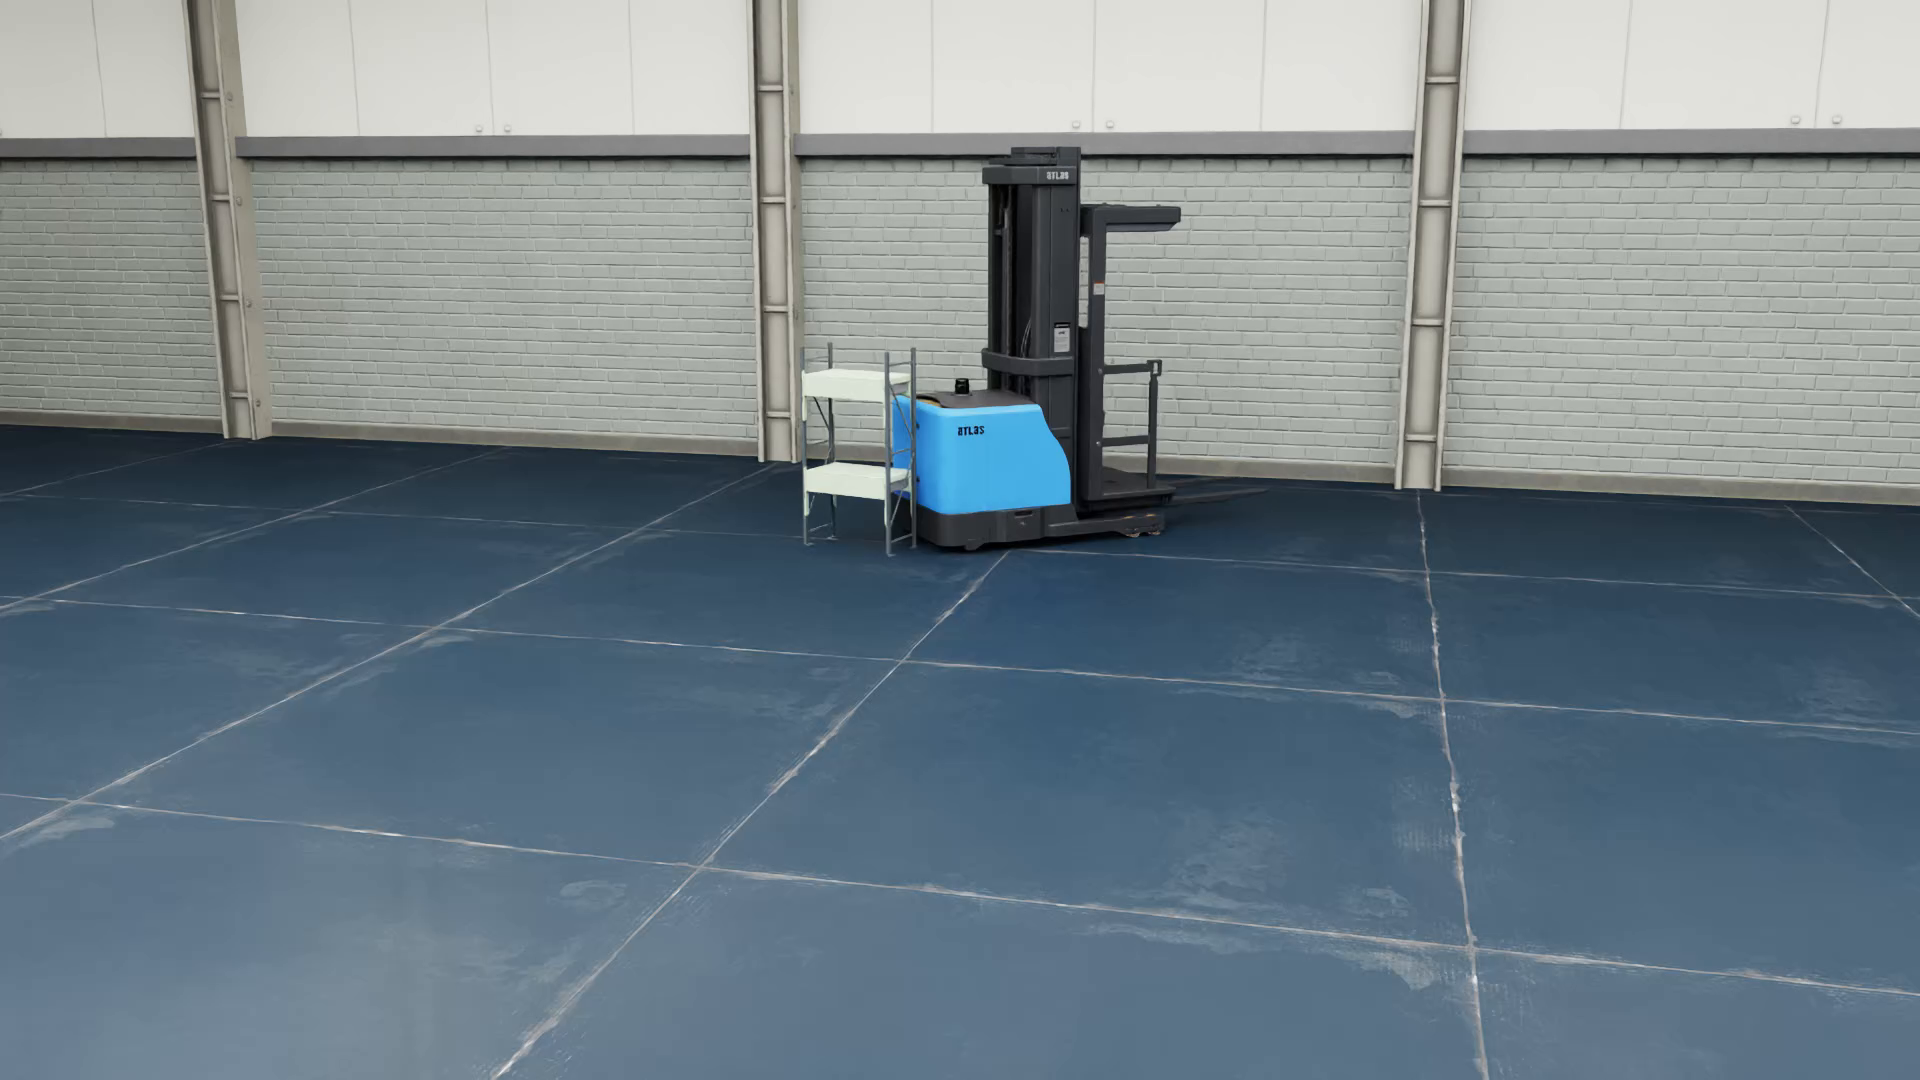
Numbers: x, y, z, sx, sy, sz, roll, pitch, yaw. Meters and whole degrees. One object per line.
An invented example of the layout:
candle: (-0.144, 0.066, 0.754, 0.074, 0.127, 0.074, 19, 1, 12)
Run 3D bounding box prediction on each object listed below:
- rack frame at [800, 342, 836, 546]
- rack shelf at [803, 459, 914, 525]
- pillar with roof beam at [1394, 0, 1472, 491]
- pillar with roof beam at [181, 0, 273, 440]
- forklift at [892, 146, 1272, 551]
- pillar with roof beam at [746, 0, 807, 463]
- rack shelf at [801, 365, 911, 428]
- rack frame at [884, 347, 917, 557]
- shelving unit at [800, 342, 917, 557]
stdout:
rack frame: (-1.069, -0.723, 12.528, 0.023, 1.500, 0.400, 7, 14, 29)
rack shelf: (-0.750, -0.365, 12.422, 0.720, 0.370, 0.431, 7, 14, 29)
pillar with roof beam: (3.059, -3.963, 9.821, 0.400, 9.000, 9.100, 3, 13, 14)
pillar with roof beam: (-8.591, -4.586, 12.628, 0.400, 9.000, 9.100, 3, 13, 14)
forklift: (1.027, -1.546, 12.934, 3.031, 2.935, 1.130, -6, 14, -24)
pillar with roof beam: (-2.766, -4.275, 11.225, 0.400, 9.000, 9.100, 3, 13, 14)
rack shelf: (-0.750, -1.064, 12.267, 0.720, 0.370, 0.431, 7, 14, 29)
rack frame: (-0.432, -0.644, 12.175, 0.023, 1.500, 0.400, 7, 14, 29)
shelving unit: (-0.750, -0.683, 12.352, 0.755, 1.500, 0.431, 7, 14, 29)
